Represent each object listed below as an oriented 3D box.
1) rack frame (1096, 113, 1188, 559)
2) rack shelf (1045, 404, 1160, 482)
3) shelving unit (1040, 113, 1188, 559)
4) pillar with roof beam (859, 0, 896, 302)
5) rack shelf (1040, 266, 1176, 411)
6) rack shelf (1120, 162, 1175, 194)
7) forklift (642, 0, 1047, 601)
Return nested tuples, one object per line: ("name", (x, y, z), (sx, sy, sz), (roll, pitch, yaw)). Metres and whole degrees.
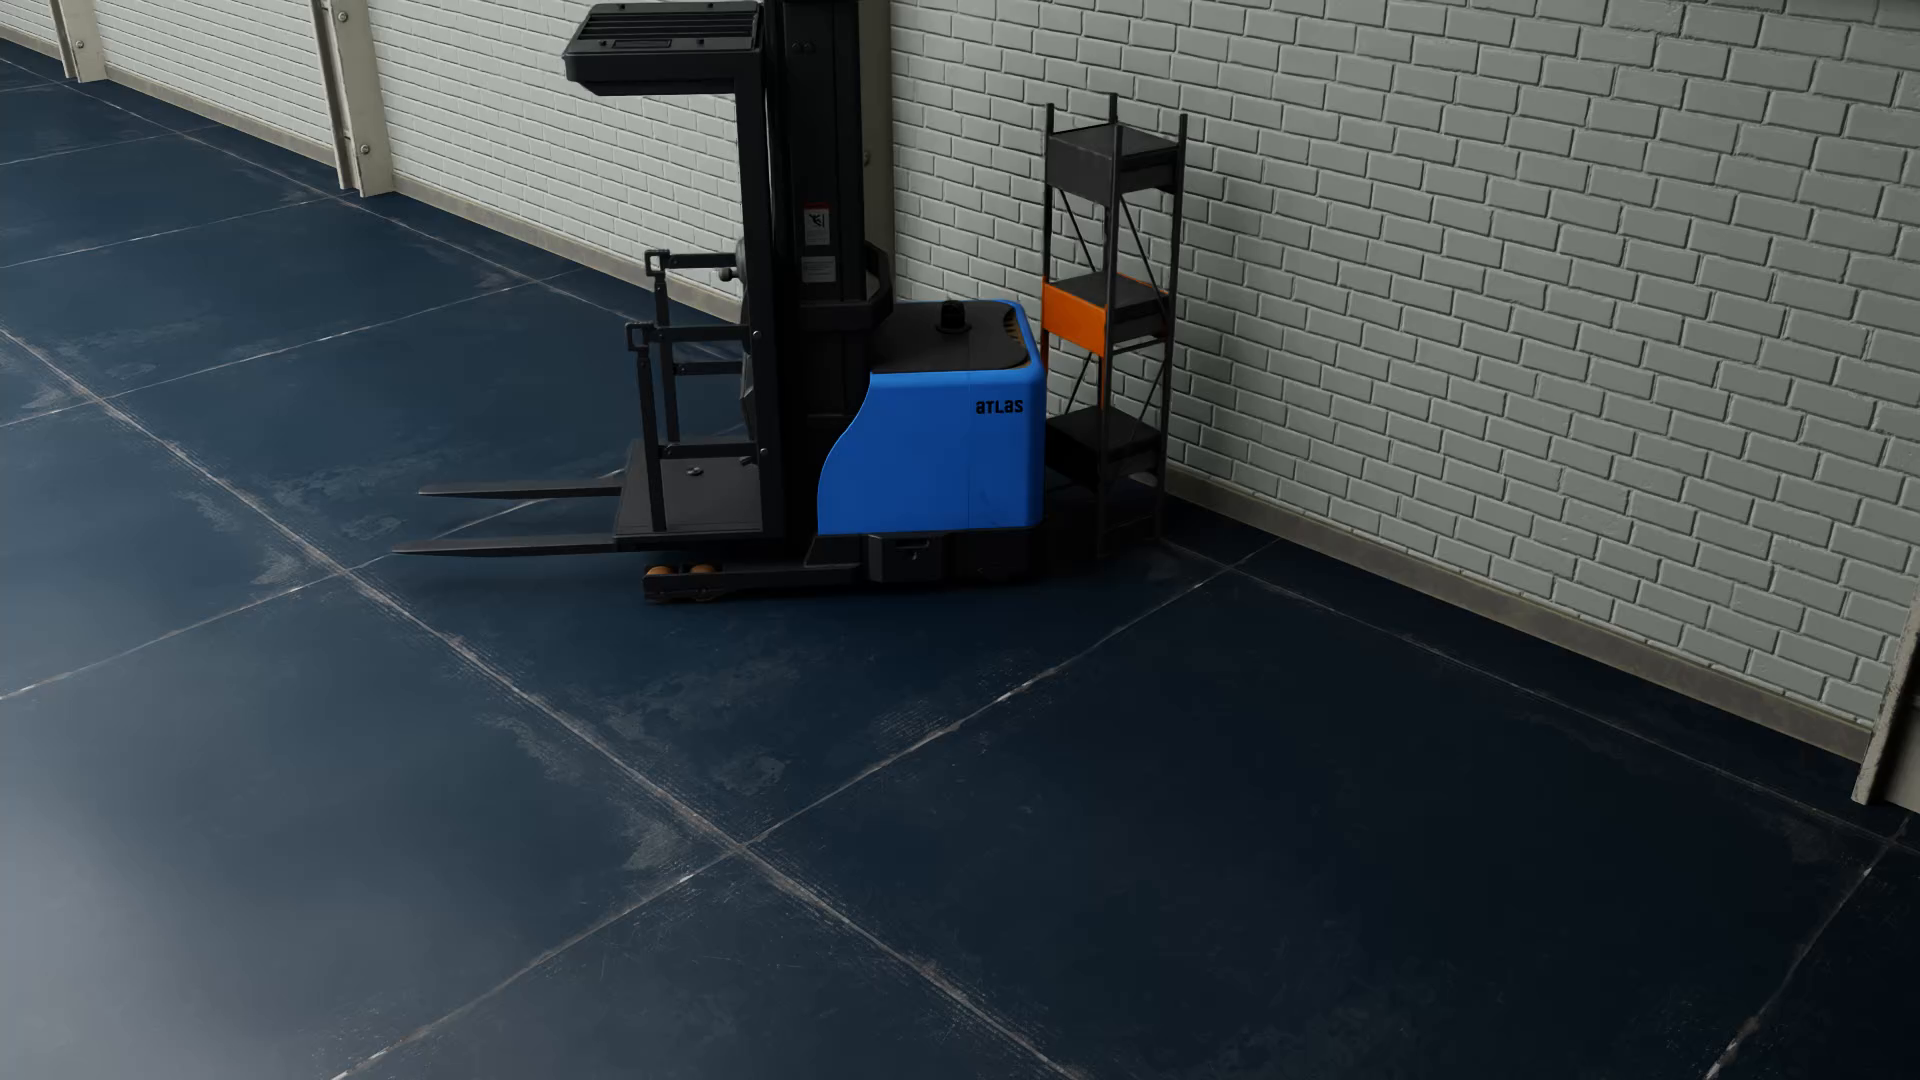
("rack frame", (0.830, -0.891, 7.689), (0.400, 2.100, 0.015), (-18, 32, -30))
("rack shelf", (0.693, -0.475, 8.136), (0.368, 0.174, 0.457), (-18, 32, -30))
("shelving unit", (0.696, -0.983, 7.863), (0.431, 2.100, 0.492), (-18, 32, -30))
("pillar with roof beam", (-3.639, -3.506, 5.249), (0.400, 9.000, 9.100), (25, 36, 38))
("rack shelf", (0.693, -0.973, 7.874), (0.431, 0.518, 0.480), (-18, 32, -30))
("rack shelf", (0.693, -1.681, 7.501), (0.332, 0.100, 0.442), (-18, 32, -30))
("forklift", (-1.145, -1.263, 7.504), (3.031, 2.935, 1.130), (-2, 28, -4))
